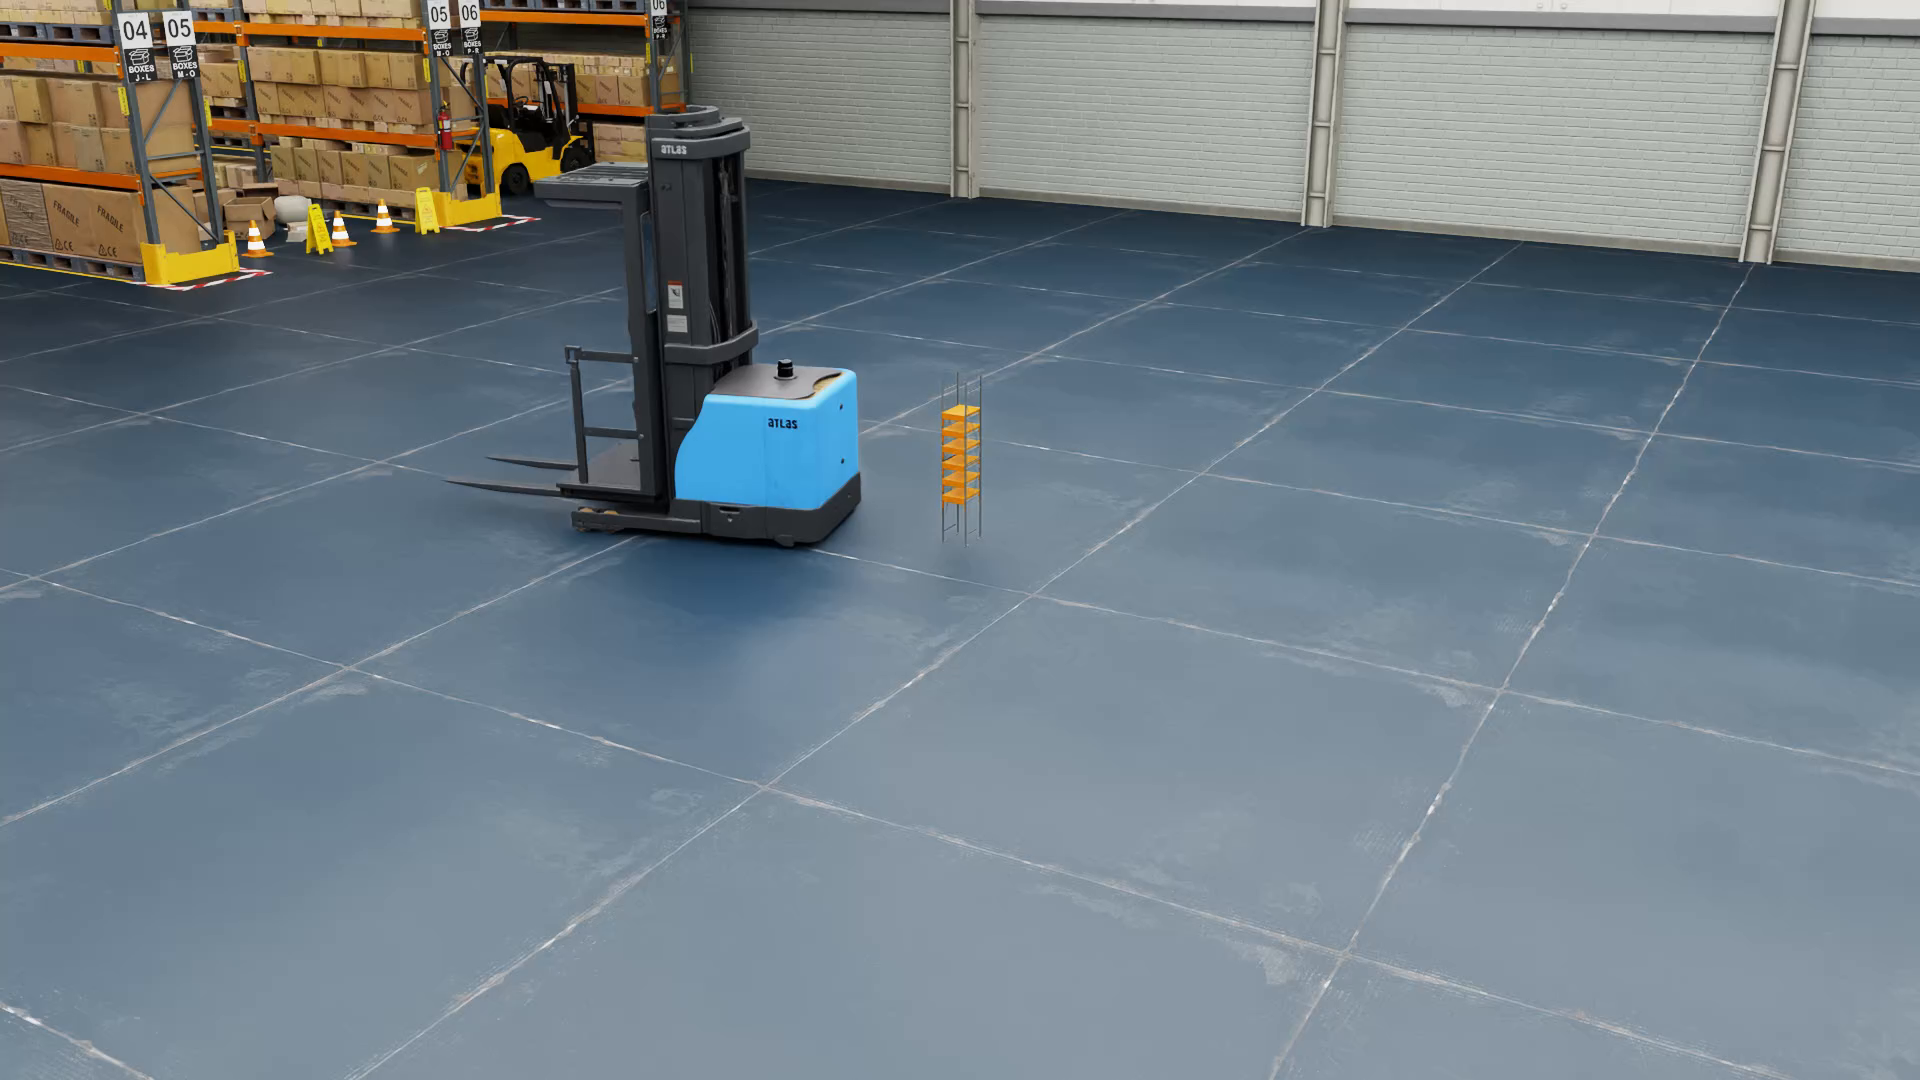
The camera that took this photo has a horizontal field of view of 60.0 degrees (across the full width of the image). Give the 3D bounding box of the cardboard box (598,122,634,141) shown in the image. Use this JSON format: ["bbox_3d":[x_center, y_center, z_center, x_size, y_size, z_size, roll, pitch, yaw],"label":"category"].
[{"bbox_3d":[-5.986,-7.163,29.164,0.500,0.250,0.500,11,23,28],"label":"cardboard box"}]

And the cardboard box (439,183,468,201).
[{"bbox_3d":[-7.970,-5.365,25.672,0.500,0.250,0.500,11,22,27],"label":"cardboard box"}]

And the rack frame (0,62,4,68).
[{"bbox_3d":[-13.219,-5.418,22.403,0.127,3.000,1.000,11,23,27],"label":"rack frame"}]

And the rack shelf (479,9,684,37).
[{"bbox_3d":[-6.729,-9.126,29.281,4.000,0.370,1.077,11,23,27],"label":"rack shelf"}]

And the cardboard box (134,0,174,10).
[{"bbox_3d":[-10.023,-6.633,20.375,0.500,0.250,0.500,11,23,27],"label":"cardboard box"}]

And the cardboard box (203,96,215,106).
[{"bbox_3d":[-11.941,-7.073,26.716,0.250,0.149,0.380,10,22,26],"label":"cardboard box"}]

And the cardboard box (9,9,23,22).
[{"bbox_3d":[-11.513,-6.497,20.586,0.250,0.149,0.380,11,23,28],"label":"cardboard box"}]

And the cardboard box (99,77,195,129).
[{"bbox_3d":[-10.032,-5.404,20.561,0.550,0.550,0.875,11,23,27],"label":"cardboard box"}]

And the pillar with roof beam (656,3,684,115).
[{"bbox_3d":[-7.251,-9.644,25.256,0.400,9.000,9.100,11,23,27],"label":"pillar with roof beam"}]

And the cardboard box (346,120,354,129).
[{"bbox_3d":[-9.156,-6.384,25.433,0.250,0.149,0.380,11,23,27],"label":"cardboard box"}]

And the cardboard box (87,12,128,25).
[{"bbox_3d":[-10.182,-6.244,19.886,0.250,0.149,0.380,11,23,27],"label":"cardboard box"}]

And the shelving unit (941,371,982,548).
[{"bbox_3d":[0.013,-0.562,11.654,0.189,1.200,0.258,11,23,27],"label":"shelving unit"}]

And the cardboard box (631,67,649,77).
[{"bbox_3d":[-5.423,-8.048,28.554,0.250,0.149,0.380,11,23,28],"label":"cardboard box"}]

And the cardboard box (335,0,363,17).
[{"bbox_3d":[-8.873,-7.896,24.620,0.500,0.250,0.500,12,23,29],"label":"cardboard box"}]

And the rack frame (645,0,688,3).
[{"bbox_3d":[-4.983,-10.542,27.730,0.127,3.000,1.000,11,23,27],"label":"rack frame"}]

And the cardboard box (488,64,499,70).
[{"bbox_3d":[-8.325,-8.607,30.097,0.250,0.149,0.380,10,22,26],"label":"cardboard box"}]

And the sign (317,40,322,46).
[{"bbox_3d":[-12.224,-9.396,31.787,0.005,0.325,0.100,11,23,27],"label":"sign"}]

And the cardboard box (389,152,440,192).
[{"bbox_3d":[-8.227,-5.556,25.100,0.500,0.500,0.500,11,23,28],"label":"cardboard box"}]

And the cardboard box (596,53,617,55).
[{"bbox_3d":[-6.254,-8.581,29.588,0.250,0.149,0.380,10,22,26],"label":"cardboard box"}]

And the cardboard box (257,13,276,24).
[{"bbox_3d":[-10.540,-8.015,25.531,0.250,0.149,0.380,11,23,27],"label":"cardboard box"}]

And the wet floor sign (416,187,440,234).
[{"bbox_3d":[-7.757,-4.786,24.114,0.267,0.644,0.232,-16,26,-38],"label":"wet floor sign"}]

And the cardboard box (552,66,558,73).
[{"bbox_3d":[-6.985,-8.344,29.372,0.250,0.149,0.380,10,22,26],"label":"cardboard box"}]

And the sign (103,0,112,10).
[{"bbox_3d":[-10.003,-6.383,19.481,0.005,0.325,0.100,11,23,27],"label":"sign"}]

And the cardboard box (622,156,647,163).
[{"bbox_3d":[-5.548,-6.611,29.106,0.500,0.250,0.500,11,23,28],"label":"cardboard box"}]

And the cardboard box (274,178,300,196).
[{"bbox_3d":[-10.509,-5.635,26.417,0.500,0.250,0.500,10,22,25],"label":"cardboard box"}]

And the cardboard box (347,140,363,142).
[{"bbox_3d":[-11.430,-8.025,32.457,0.625,0.625,0.875,12,23,29],"label":"cardboard box"}]

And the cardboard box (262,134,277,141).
[{"bbox_3d":[-13.794,-8.334,33.491,0.500,0.500,0.500,10,22,25],"label":"cardboard box"}]

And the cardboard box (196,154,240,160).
[{"bbox_3d":[-12.589,-6.191,27.771,0.625,0.372,0.950,12,23,29],"label":"cardboard box"}]

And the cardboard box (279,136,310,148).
[{"bbox_3d":[-10.430,-6.254,26.072,0.250,0.149,0.380,11,23,28],"label":"cardboard box"}]

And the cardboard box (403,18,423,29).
[{"bbox_3d":[-7.849,-7.511,24.143,0.250,0.149,0.380,11,23,28],"label":"cardboard box"}]

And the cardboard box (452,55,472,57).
[{"bbox_3d":[-9.337,-8.999,31.178,0.250,0.149,0.380,11,22,27],"label":"cardboard box"}]

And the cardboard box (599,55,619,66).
[{"bbox_3d":[-6.052,-8.341,28.926,0.250,0.149,0.380,11,23,28],"label":"cardboard box"}]

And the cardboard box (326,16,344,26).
[{"bbox_3d":[-9.211,-7.754,24.811,0.250,0.149,0.380,10,22,27],"label":"cardboard box"}]

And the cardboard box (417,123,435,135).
[{"bbox_3d":[-7.831,-6.124,24.716,0.250,0.149,0.380,12,23,29],"label":"cardboard box"}]

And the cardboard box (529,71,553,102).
[{"bbox_3d":[-7.310,-8.117,29.696,0.500,0.500,0.500,11,22,27],"label":"cardboard box"}]

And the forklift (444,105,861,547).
[{"bbox_3d":[-2.315,-1.590,11.951,3.031,2.935,1.130,5,21,14],"label":"forklift"}]

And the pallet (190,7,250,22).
[{"bbox_3d":[-11.380,-8.365,26.402,1.003,0.211,1.213,11,23,27],"label":"pallet"}]

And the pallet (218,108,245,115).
[{"bbox_3d":[-12.637,-7.167,27.504,1.213,0.211,1.003,11,23,27],"label":"pallet"}]

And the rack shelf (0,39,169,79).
[{"bbox_3d":[-11.473,-6.157,21.097,4.000,0.370,1.077,11,23,27],"label":"rack shelf"}]

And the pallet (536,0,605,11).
[{"bbox_3d":[-6.657,-9.418,29.160,1.213,0.211,1.003,11,23,27],"label":"pallet"}]

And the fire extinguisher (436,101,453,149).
[{"bbox_3d":[-7.526,-6.051,24.260,0.183,0.674,0.296,11,23,27],"label":"fire extinguisher"}]

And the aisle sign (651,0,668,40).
[{"bbox_3d":[-5.069,-8.845,28.039,0.004,0.787,0.394,11,23,27],"label":"aisle sign"}]

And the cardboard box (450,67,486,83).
[{"bbox_3d":[-9.029,-8.557,30.542,0.500,0.250,0.500,10,22,26],"label":"cardboard box"}]

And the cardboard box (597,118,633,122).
[{"bbox_3d":[-6.180,-7.401,29.820,0.500,0.250,0.500,11,22,27],"label":"cardboard box"}]

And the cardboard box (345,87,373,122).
[{"bbox_3d":[-8.879,-6.607,25.098,0.500,0.500,0.500,11,23,27],"label":"cardboard box"}]

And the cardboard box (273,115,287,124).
[{"bbox_3d":[-10.528,-6.616,26.073,0.250,0.149,0.380,12,23,29],"label":"cardboard box"}]

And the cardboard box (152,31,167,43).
[{"bbox_3d":[-16.630,-10.466,35.003,0.500,0.500,0.500,10,22,26],"label":"cardboard box"}]

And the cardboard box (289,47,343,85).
[{"bbox_3d":[-9.754,-7.245,25.389,0.500,0.500,0.700,10,22,26],"label":"cardboard box"}]

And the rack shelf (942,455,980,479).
[{"bbox_3d":[0.013,-0.520,11.669,0.180,0.103,0.258,11,23,27],"label":"rack shelf"}]

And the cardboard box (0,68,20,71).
[{"bbox_3d":[-12.913,-5.925,21.996,0.550,0.550,0.875,11,23,27],"label":"cardboard box"}]

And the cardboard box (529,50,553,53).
[{"bbox_3d":[-7.613,-8.821,30.251,0.250,0.149,0.380,11,22,27],"label":"cardboard box"}]

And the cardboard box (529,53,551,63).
[{"bbox_3d":[-7.428,-8.572,29.564,0.250,0.149,0.380,10,22,26],"label":"cardboard box"}]

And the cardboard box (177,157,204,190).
[{"bbox_3d":[-11.735,-5.554,25.334,0.500,0.500,0.500,11,23,27],"label":"cardboard box"}]

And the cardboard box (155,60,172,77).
[{"bbox_3d":[-12.747,-7.558,27.103,0.500,0.500,0.500,10,22,25],"label":"cardboard box"}]

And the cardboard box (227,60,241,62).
[{"bbox_3d":[-11.600,-7.539,27.052,0.500,0.500,0.500,11,23,27],"label":"cardboard box"}]
